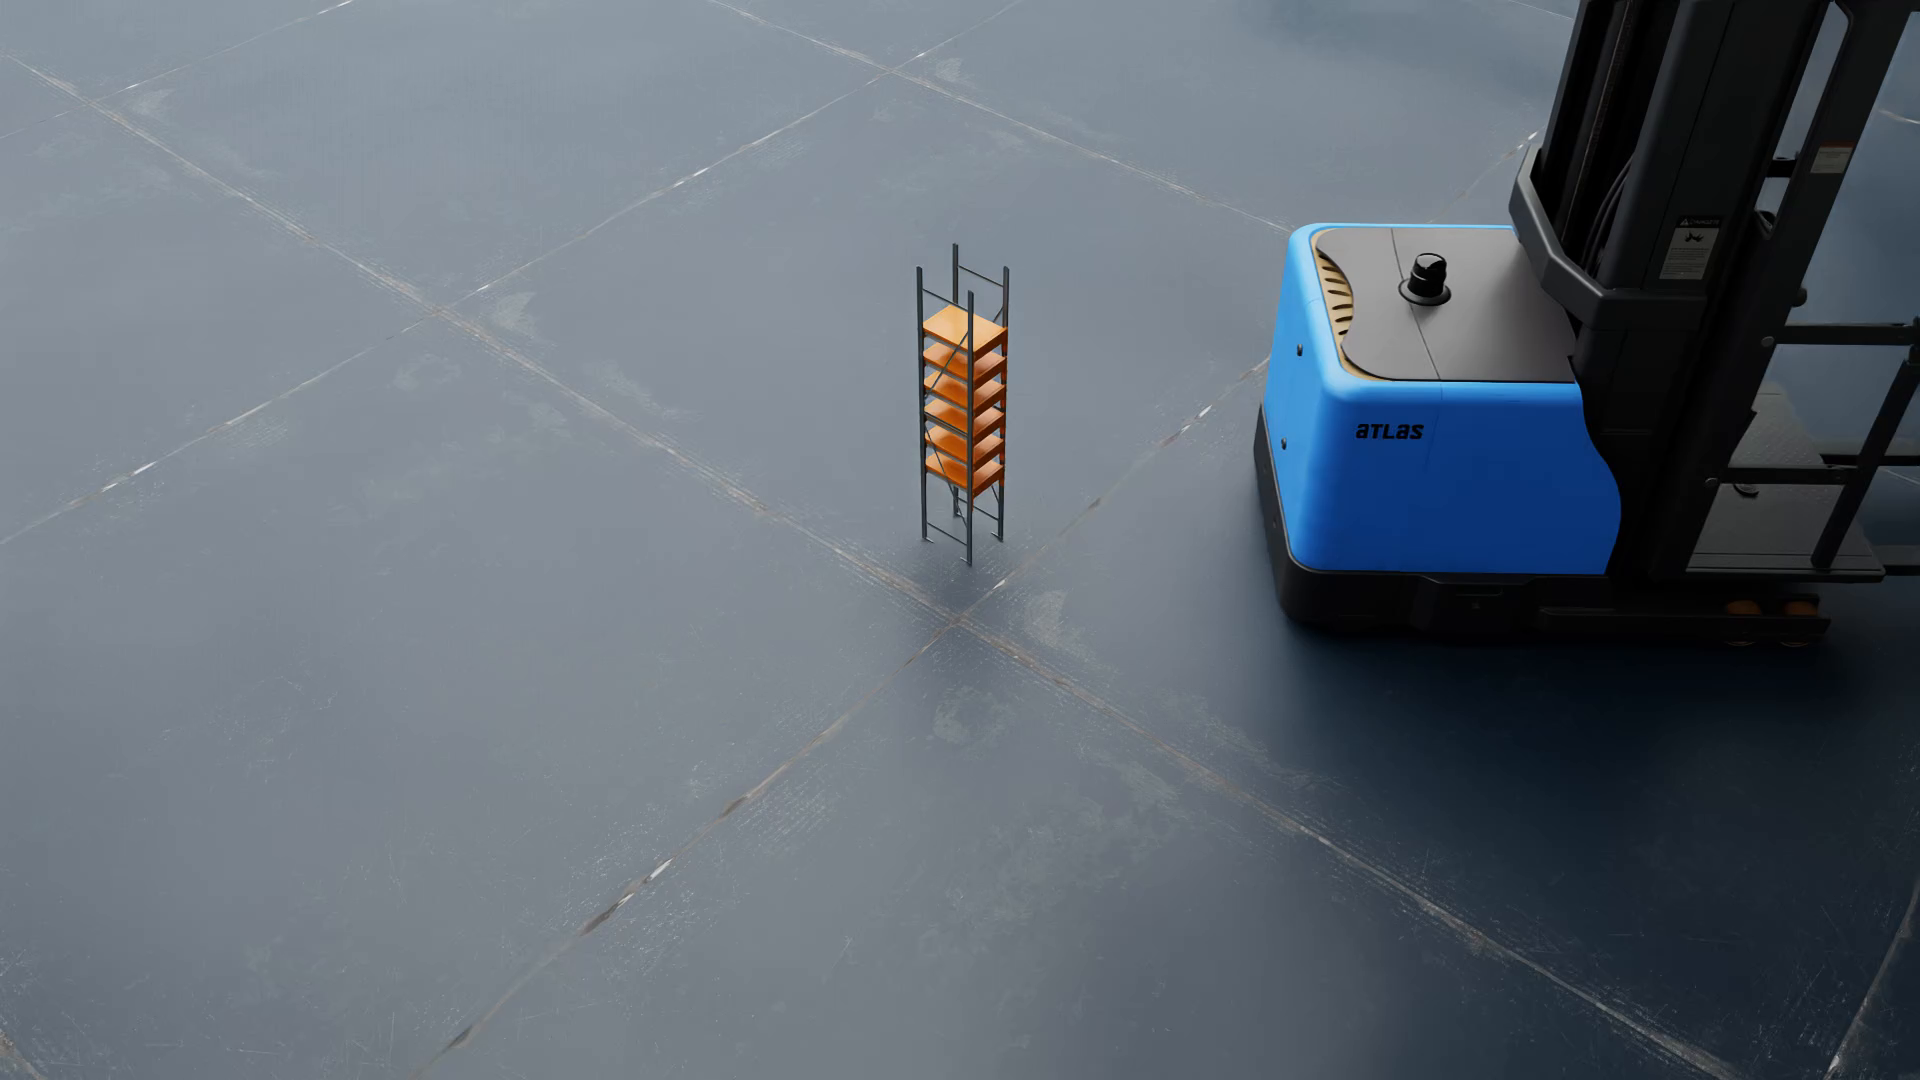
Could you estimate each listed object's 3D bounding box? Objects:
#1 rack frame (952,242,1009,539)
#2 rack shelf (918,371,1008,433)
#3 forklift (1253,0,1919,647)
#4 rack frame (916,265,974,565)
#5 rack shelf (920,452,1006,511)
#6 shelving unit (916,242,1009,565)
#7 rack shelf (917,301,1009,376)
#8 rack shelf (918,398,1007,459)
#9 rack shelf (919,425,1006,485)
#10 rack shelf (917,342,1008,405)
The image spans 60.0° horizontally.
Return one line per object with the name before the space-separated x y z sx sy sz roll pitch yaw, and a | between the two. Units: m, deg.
rack frame | 0.068 -0.498 5.906 0.240 1.200 0.006 29 50 28
rack shelf | 0.009 -0.507 5.804 0.258 0.103 0.180 29 50 28
forklift | 2.655 -1.074 5.252 3.031 2.935 1.130 1 42 1
rack frame | -0.050 -0.404 5.803 0.240 1.200 0.006 29 50 28
rack shelf | 0.009 -0.241 6.046 0.258 0.103 0.180 29 50 28
shelving unit | 0.009 -0.451 5.855 0.258 1.200 0.189 29 50 28
rack shelf | 0.009 -0.685 5.642 0.258 0.103 0.180 29 50 28
rack shelf | 0.009 -0.419 5.884 0.258 0.103 0.180 29 50 28
rack shelf | 0.009 -0.330 5.965 0.258 0.103 0.180 29 50 28
rack shelf | 0.009 -0.596 5.723 0.258 0.103 0.180 29 50 28
